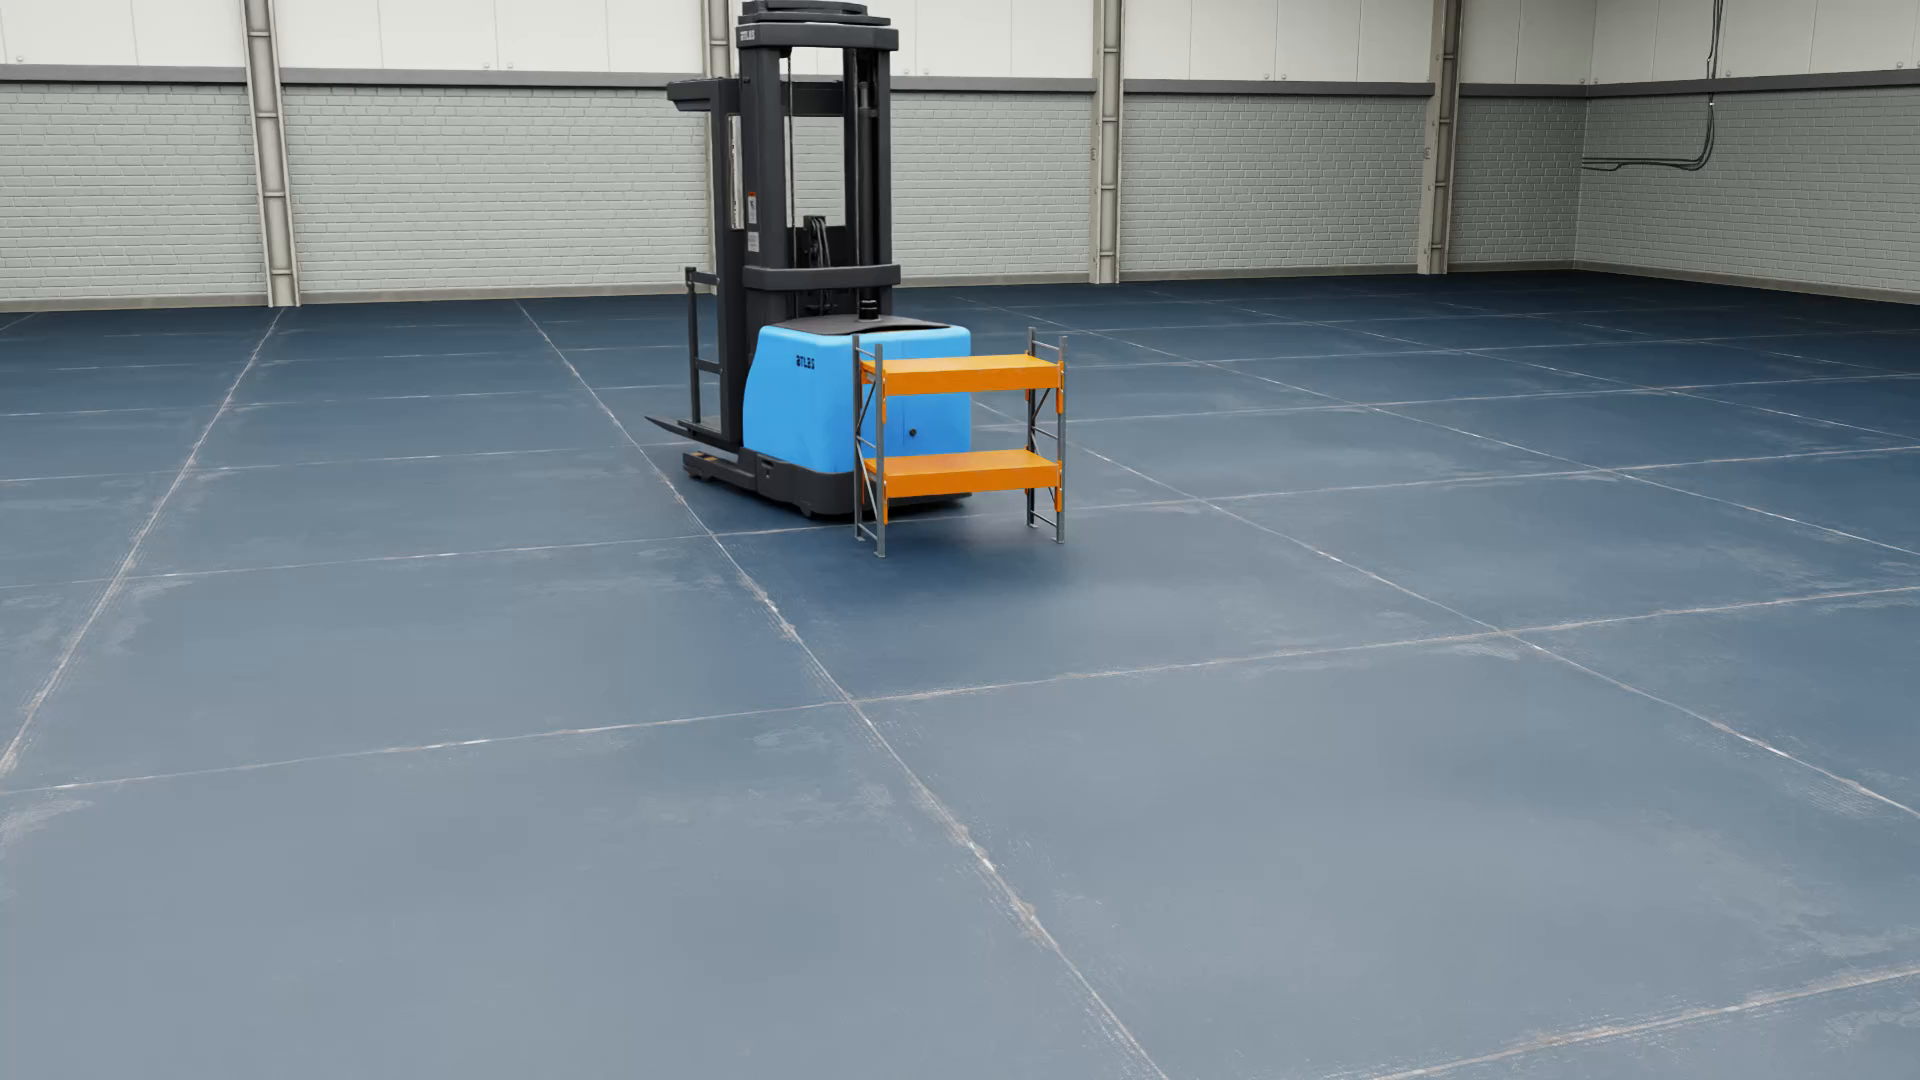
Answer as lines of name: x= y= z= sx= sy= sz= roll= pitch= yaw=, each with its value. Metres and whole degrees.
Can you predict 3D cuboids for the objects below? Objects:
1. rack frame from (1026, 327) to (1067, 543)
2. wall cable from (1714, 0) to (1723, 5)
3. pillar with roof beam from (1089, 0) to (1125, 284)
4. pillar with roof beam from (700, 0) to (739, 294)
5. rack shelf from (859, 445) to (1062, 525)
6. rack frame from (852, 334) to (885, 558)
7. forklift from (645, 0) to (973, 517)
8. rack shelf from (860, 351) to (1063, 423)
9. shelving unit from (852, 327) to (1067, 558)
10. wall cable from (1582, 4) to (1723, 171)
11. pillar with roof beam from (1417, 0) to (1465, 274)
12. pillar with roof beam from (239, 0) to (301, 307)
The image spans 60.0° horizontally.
rack frame: x=0.475 y=-0.584 z=9.168 sx=0.032 sy=1.125 sz=0.500 roll=-4 pitch=14 yaw=-18
wall cable: x=12.026 y=-9.151 z=23.965 sx=0.112 sy=2.526 sz=3.097 roll=-4 pitch=14 yaw=-18
pillar with roof beam: x=3.636 y=-7.484 z=21.158 sx=0.400 sy=9.000 sz=9.100 roll=-4 pitch=14 yaw=-18
pillar with roof beam: x=-2.051 y=-7.041 z=19.297 sx=0.400 sy=9.000 sz=9.100 roll=-4 pitch=14 yaw=-18
rack shelf: x=-0.006 y=-0.309 z=9.067 sx=1.000 sy=0.278 sz=0.538 roll=-4 pitch=14 yaw=-18
rack frame: x=-0.488 y=-0.509 z=8.853 sx=0.032 sy=1.125 sz=0.500 roll=-4 pitch=14 yaw=-18
forklift: x=-1.150 y=-1.848 z=10.578 sx=1.130 sy=2.935 sz=3.031 roll=-9 pitch=16 yaw=-32
rack shelf: x=-0.006 y=-0.831 z=8.943 sx=1.000 sy=0.278 sz=0.538 roll=-4 pitch=14 yaw=-18
shelving unit: x=-0.006 y=-0.547 z=9.011 sx=1.048 sy=1.125 sz=0.538 roll=-4 pitch=14 yaw=-18
wall cable: x=11.163 y=-7.287 z=27.044 sx=0.112 sy=2.526 sz=3.097 roll=-4 pitch=14 yaw=-18
pillar with roof beam: x=9.323 y=-7.926 z=23.020 sx=0.400 sy=9.000 sz=9.100 roll=-4 pitch=14 yaw=-18
pillar with roof beam: x=-7.737 y=-6.598 z=17.435 sx=0.400 sy=9.000 sz=9.100 roll=-4 pitch=14 yaw=-18
